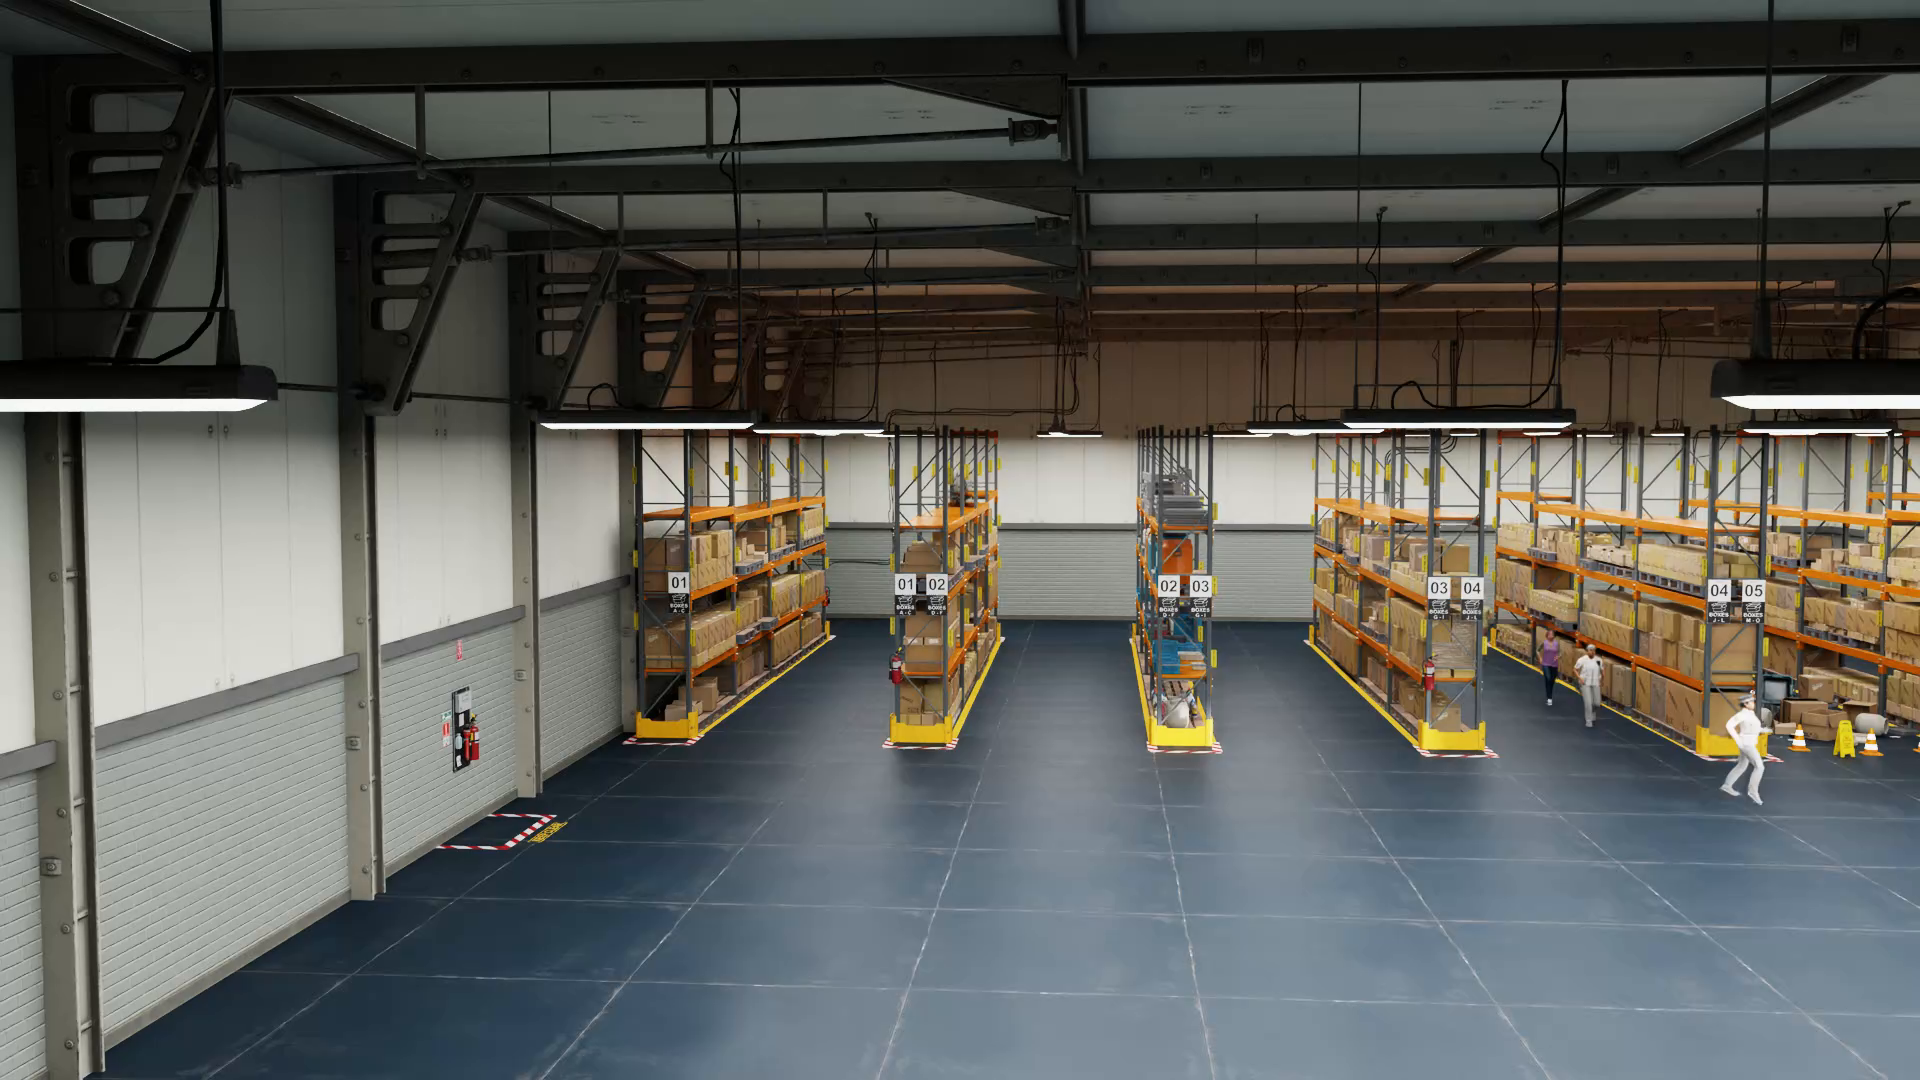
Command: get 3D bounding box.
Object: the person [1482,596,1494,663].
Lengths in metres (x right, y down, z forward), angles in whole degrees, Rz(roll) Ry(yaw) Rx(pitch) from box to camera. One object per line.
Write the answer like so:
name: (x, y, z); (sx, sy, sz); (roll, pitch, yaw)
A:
person: (13.567, 2.294, 43.175); (0.554, 1.707, 0.862); (0, 3, 7)

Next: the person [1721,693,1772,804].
person: (12.472, 3.294, 26.370); (0.744, 1.753, 0.578); (2, 4, 36)

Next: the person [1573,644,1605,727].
person: (12.641, 2.905, 33.424); (0.612, 1.639, 0.541); (0, 3, 7)

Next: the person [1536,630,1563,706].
person: (12.816, 2.748, 36.152); (0.541, 1.602, 0.805); (1, 3, 10)

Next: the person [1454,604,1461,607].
person: (14.047, 2.113, 47.152); (0.638, 1.583, 0.799); (-3, 4, -40)
